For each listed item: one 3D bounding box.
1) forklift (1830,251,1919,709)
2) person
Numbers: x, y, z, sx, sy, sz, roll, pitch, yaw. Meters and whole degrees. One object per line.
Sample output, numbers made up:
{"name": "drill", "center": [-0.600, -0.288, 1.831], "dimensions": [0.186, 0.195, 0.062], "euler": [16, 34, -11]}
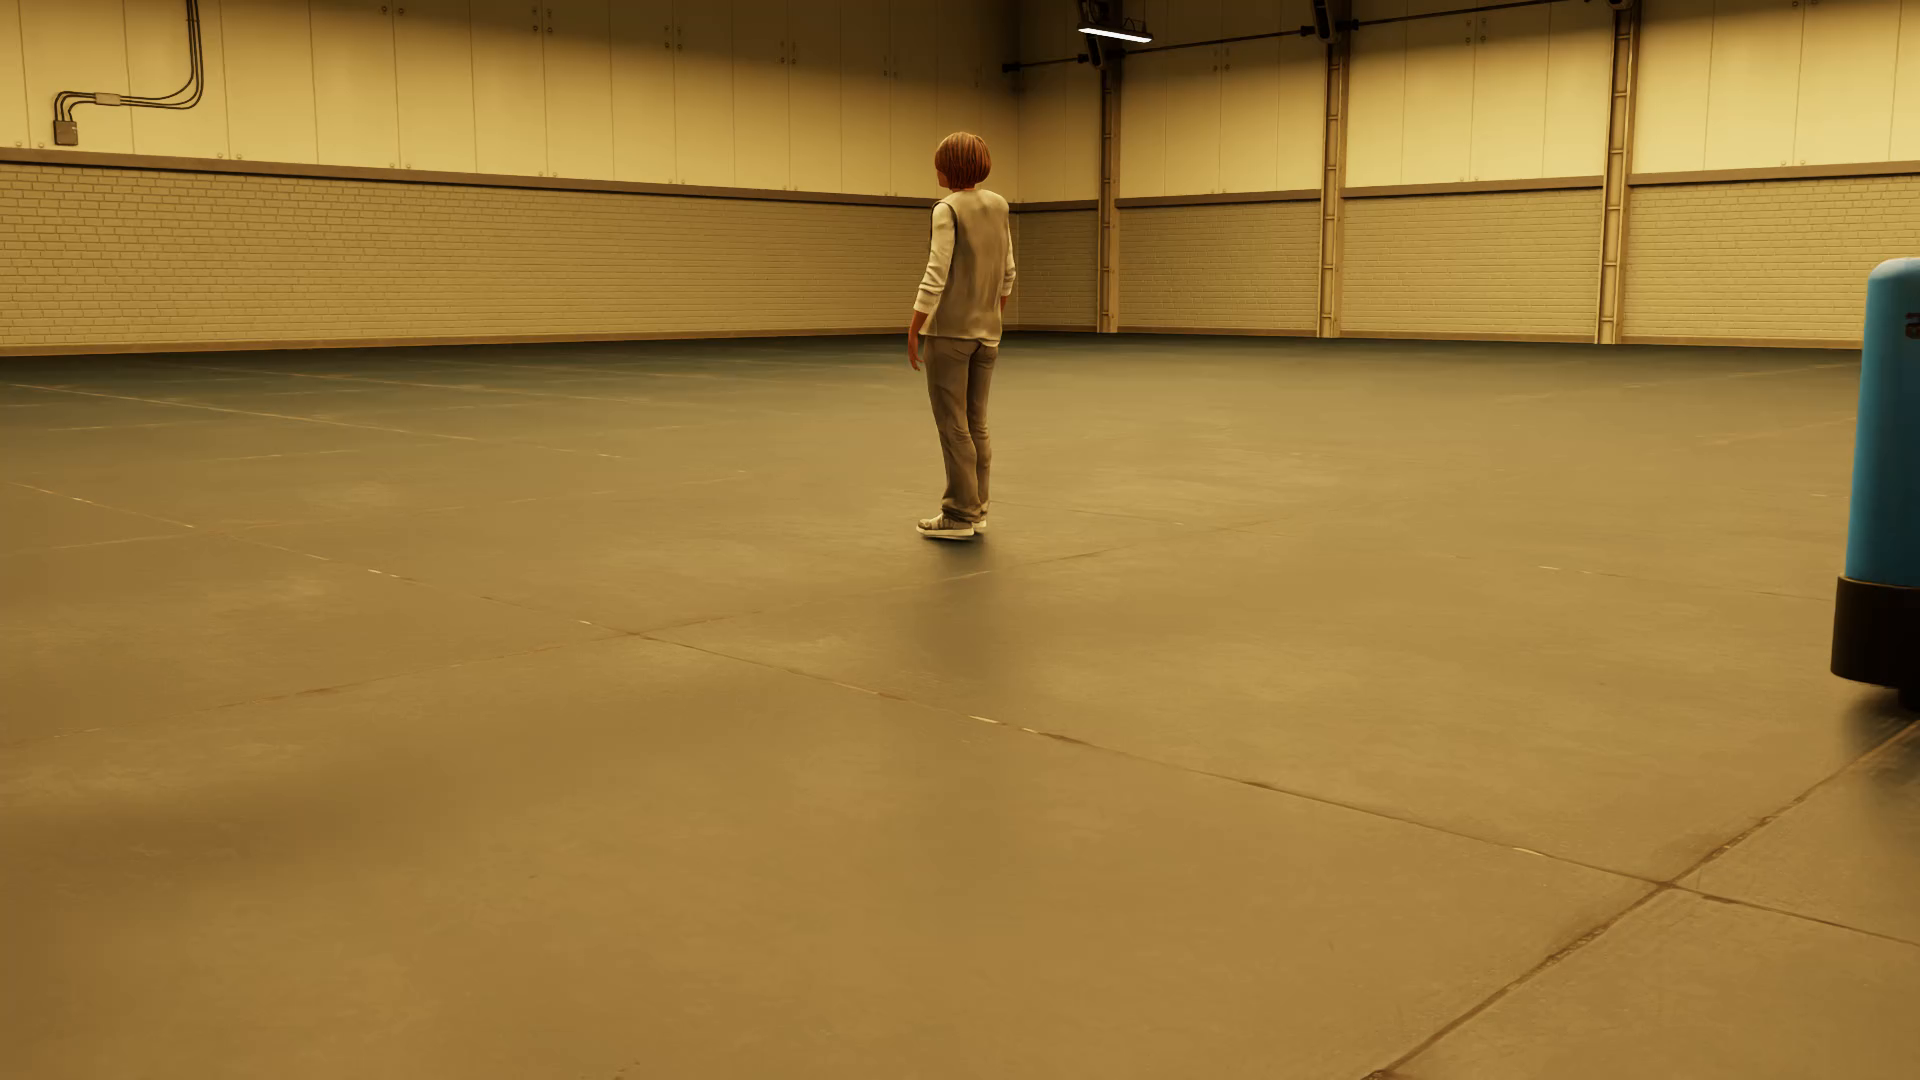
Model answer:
{"name": "forklift", "center": [3.520, -0.942, 3.131], "dimensions": [1.130, 2.935, 3.031], "euler": [-8, 12, -44]}
{"name": "person", "center": [-0.043, -0.806, 6.658], "dimensions": [0.475, 1.597, 0.520], "euler": [8, 12, 43]}
